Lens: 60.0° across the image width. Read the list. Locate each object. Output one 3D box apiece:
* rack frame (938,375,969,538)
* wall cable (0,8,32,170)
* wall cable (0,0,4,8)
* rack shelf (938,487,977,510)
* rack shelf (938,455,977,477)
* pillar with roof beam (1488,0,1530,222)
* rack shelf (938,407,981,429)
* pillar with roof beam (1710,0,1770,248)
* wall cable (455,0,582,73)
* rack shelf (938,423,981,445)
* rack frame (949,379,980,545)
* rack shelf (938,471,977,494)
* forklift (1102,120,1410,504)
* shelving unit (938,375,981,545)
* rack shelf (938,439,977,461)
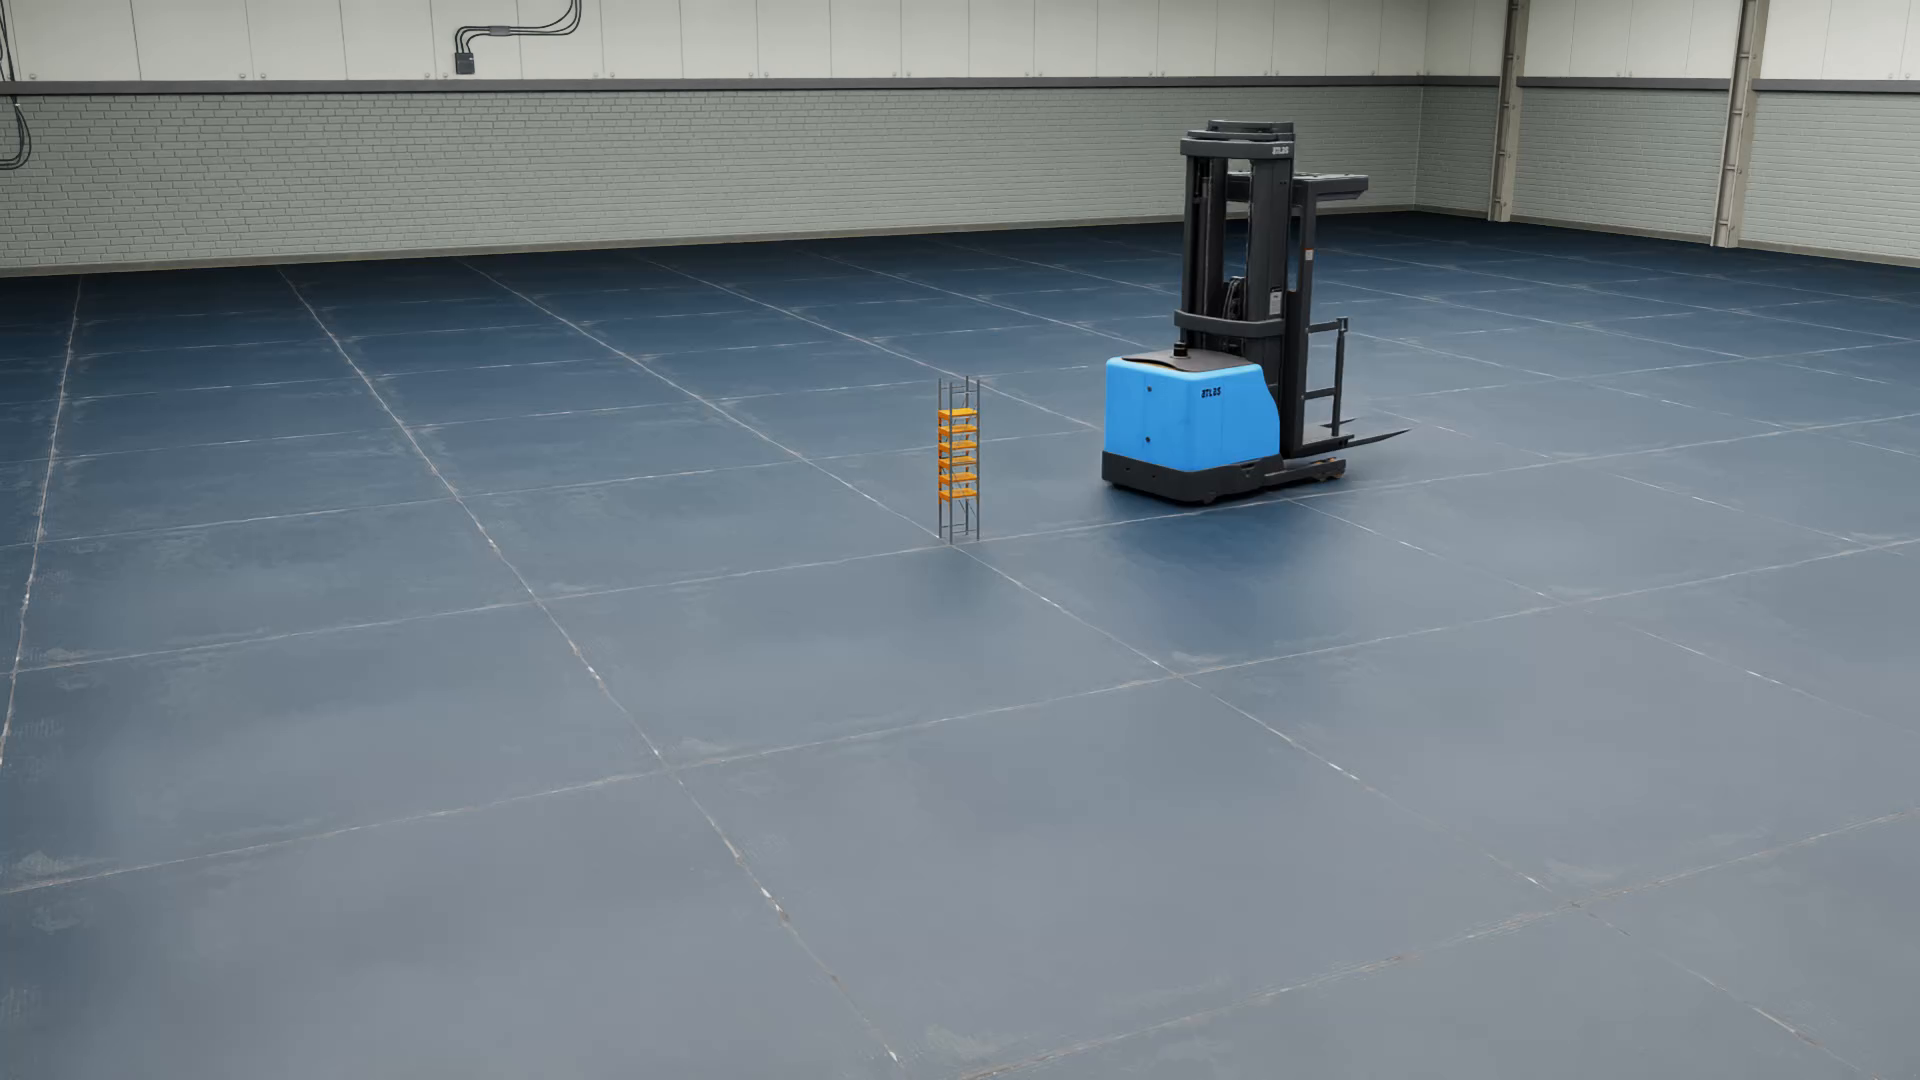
[{"bbox_3d":[-0.046,-0.603,12.177,0.240,1.200,0.006,-8,18,-25],"label":"rack frame"},{"bbox_3d":[-16.417,-7.023,26.038,3.097,2.526,0.112,-8,18,-25],"label":"wall cable"},{"bbox_3d":[-13.986,-9.777,26.481,3.097,2.526,0.112,-8,18,-25],"label":"wall cable"},{"bbox_3d":[-0.006,-0.307,12.176,0.258,0.103,0.180,-8,18,-25],"label":"rack shelf"},{"bbox_3d":[-0.006,-0.538,12.110,0.258,0.103,0.180,-8,18,-25],"label":"rack shelf"},{"bbox_3d":[8.131,-10.911,33.959,9.100,9.000,0.400,-8,18,-25],"label":"pillar with roof beam"},{"bbox_3d":[-0.006,-0.884,12.011,0.258,0.103,0.180,-8,18,-25],"label":"rack shelf"},{"bbox_3d":[10.759,-9.424,28.775,9.100,9.000,0.400,-8,18,-25],"label":"pillar with roof beam"},{"bbox_3d":[-7.877,-11.293,29.125,2.305,6.003,0.169,-8,18,-25],"label":"wall cable"},{"bbox_3d":[-0.006,-0.768,12.044,0.258,0.103,0.180,-8,18,-25],"label":"rack shelf"},{"bbox_3d":[0.034,-0.558,12.019,0.240,1.200,0.006,-8,18,-25],"label":"rack frame"},{"bbox_3d":[-0.006,-0.422,12.143,0.258,0.103,0.180,-8,18,-25],"label":"rack shelf"},{"bbox_3d":[2.644,-2.001,13.910,3.031,2.935,1.130,-12,20,-37],"label":"forklift"},{"bbox_3d":[-0.006,-0.580,12.098,0.258,1.200,0.189,-8,18,-25],"label":"shelving unit"},{"bbox_3d":[-0.006,-0.653,12.077,0.258,0.103,0.180,-8,18,-25],"label":"rack shelf"}]
